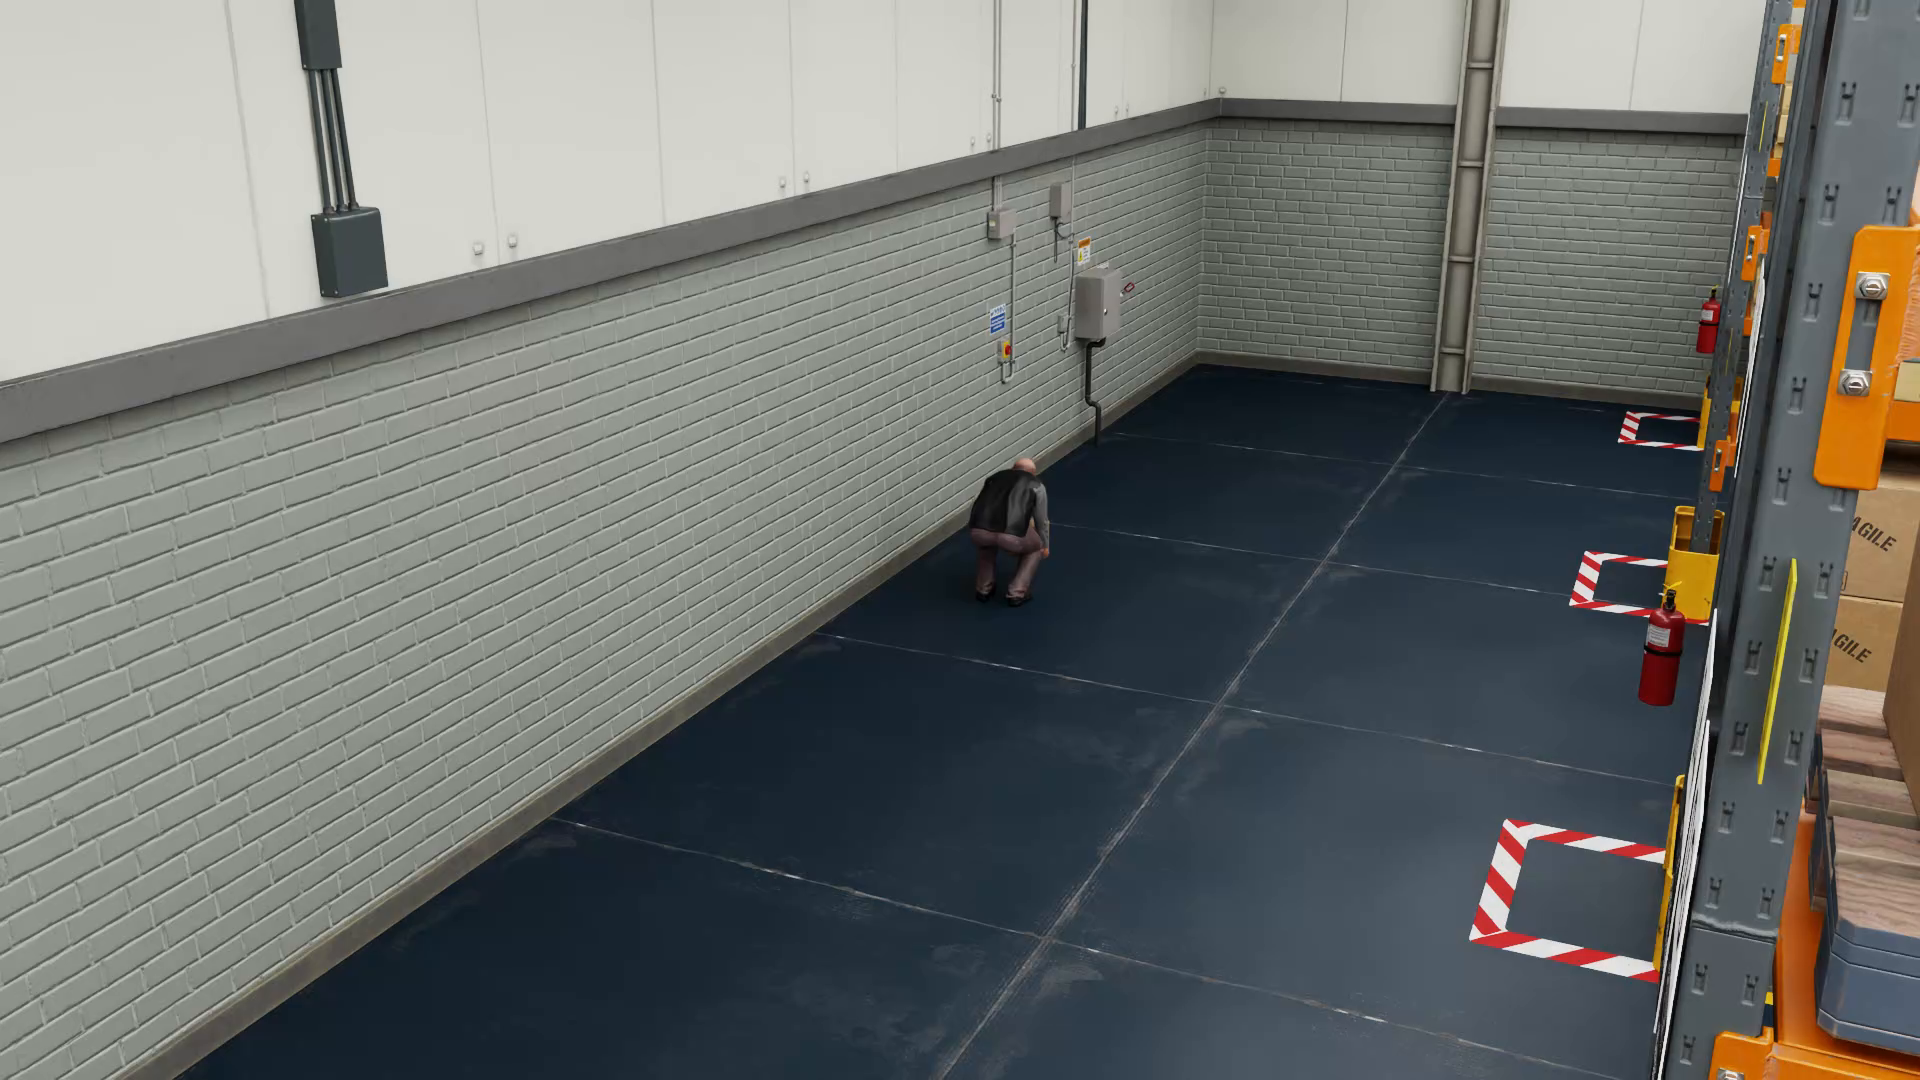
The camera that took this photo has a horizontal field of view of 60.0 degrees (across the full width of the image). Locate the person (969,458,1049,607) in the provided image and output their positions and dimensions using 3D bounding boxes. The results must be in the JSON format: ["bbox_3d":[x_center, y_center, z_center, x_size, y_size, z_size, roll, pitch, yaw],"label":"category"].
[{"bbox_3d":[0.374,-0.051,12.454,0.516,0.950,0.915,8,20,21],"label":"person"}]
